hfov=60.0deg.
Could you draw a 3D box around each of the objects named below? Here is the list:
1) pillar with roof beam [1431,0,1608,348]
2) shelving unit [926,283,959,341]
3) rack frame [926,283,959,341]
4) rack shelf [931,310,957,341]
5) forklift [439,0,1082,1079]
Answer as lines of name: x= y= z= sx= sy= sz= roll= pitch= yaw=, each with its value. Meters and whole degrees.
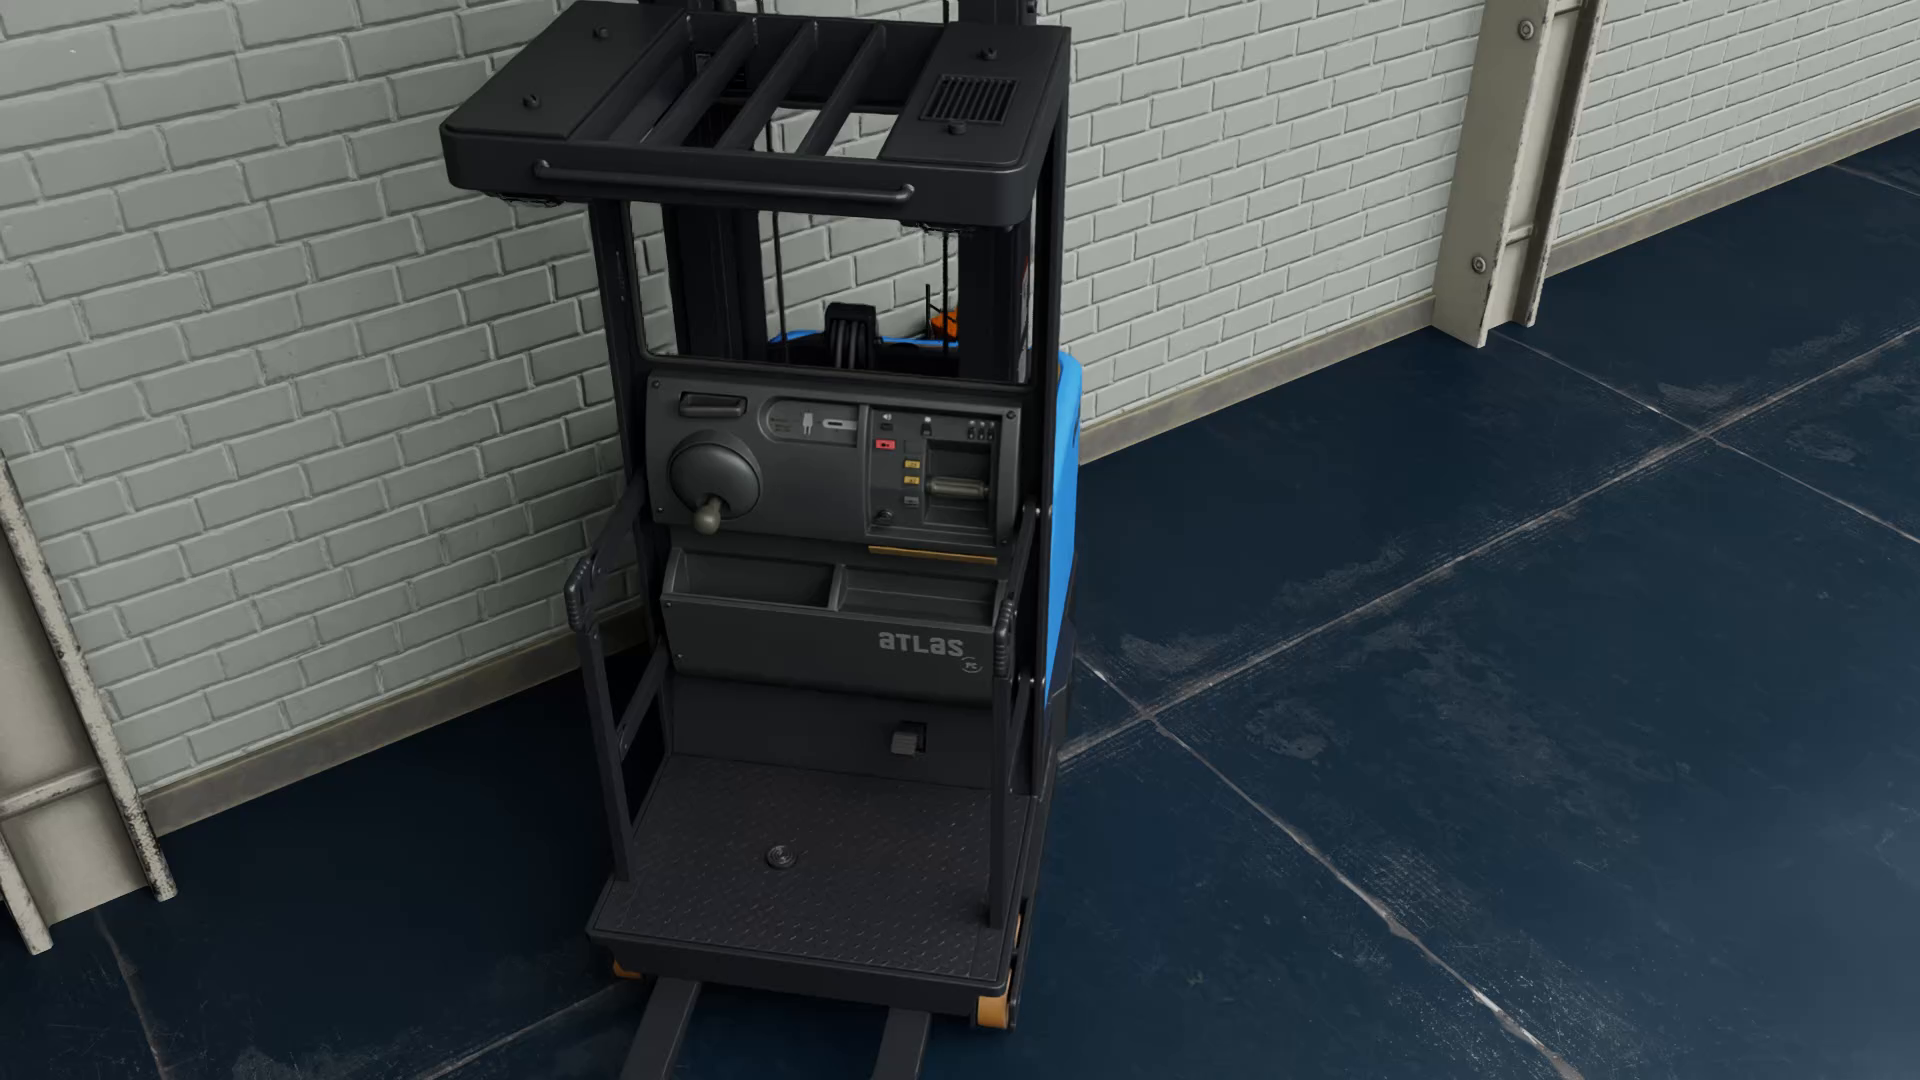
pillar with roof beam: x=4.868 y=-2.596 z=2.153 sx=0.400 sy=9.000 sz=9.100 roll=-22 pitch=41 yaw=-28
shelving unit: x=0.044 y=-0.444 z=5.968 sx=0.252 sy=1.050 sz=0.215 roll=-22 pitch=41 yaw=-28
rack frame: x=-0.056 y=-0.403 z=5.911 sx=0.008 sy=1.050 sz=0.200 roll=-22 pitch=41 yaw=-28
rack shelf: x=0.044 y=-0.666 z=5.809 sx=0.240 sy=0.259 sz=0.215 roll=-22 pitch=41 yaw=-28
forklift: x=-0.349 y=-0.118 z=3.904 sx=1.130 sy=2.935 sz=3.031 roll=5 pitch=36 yaw=8
